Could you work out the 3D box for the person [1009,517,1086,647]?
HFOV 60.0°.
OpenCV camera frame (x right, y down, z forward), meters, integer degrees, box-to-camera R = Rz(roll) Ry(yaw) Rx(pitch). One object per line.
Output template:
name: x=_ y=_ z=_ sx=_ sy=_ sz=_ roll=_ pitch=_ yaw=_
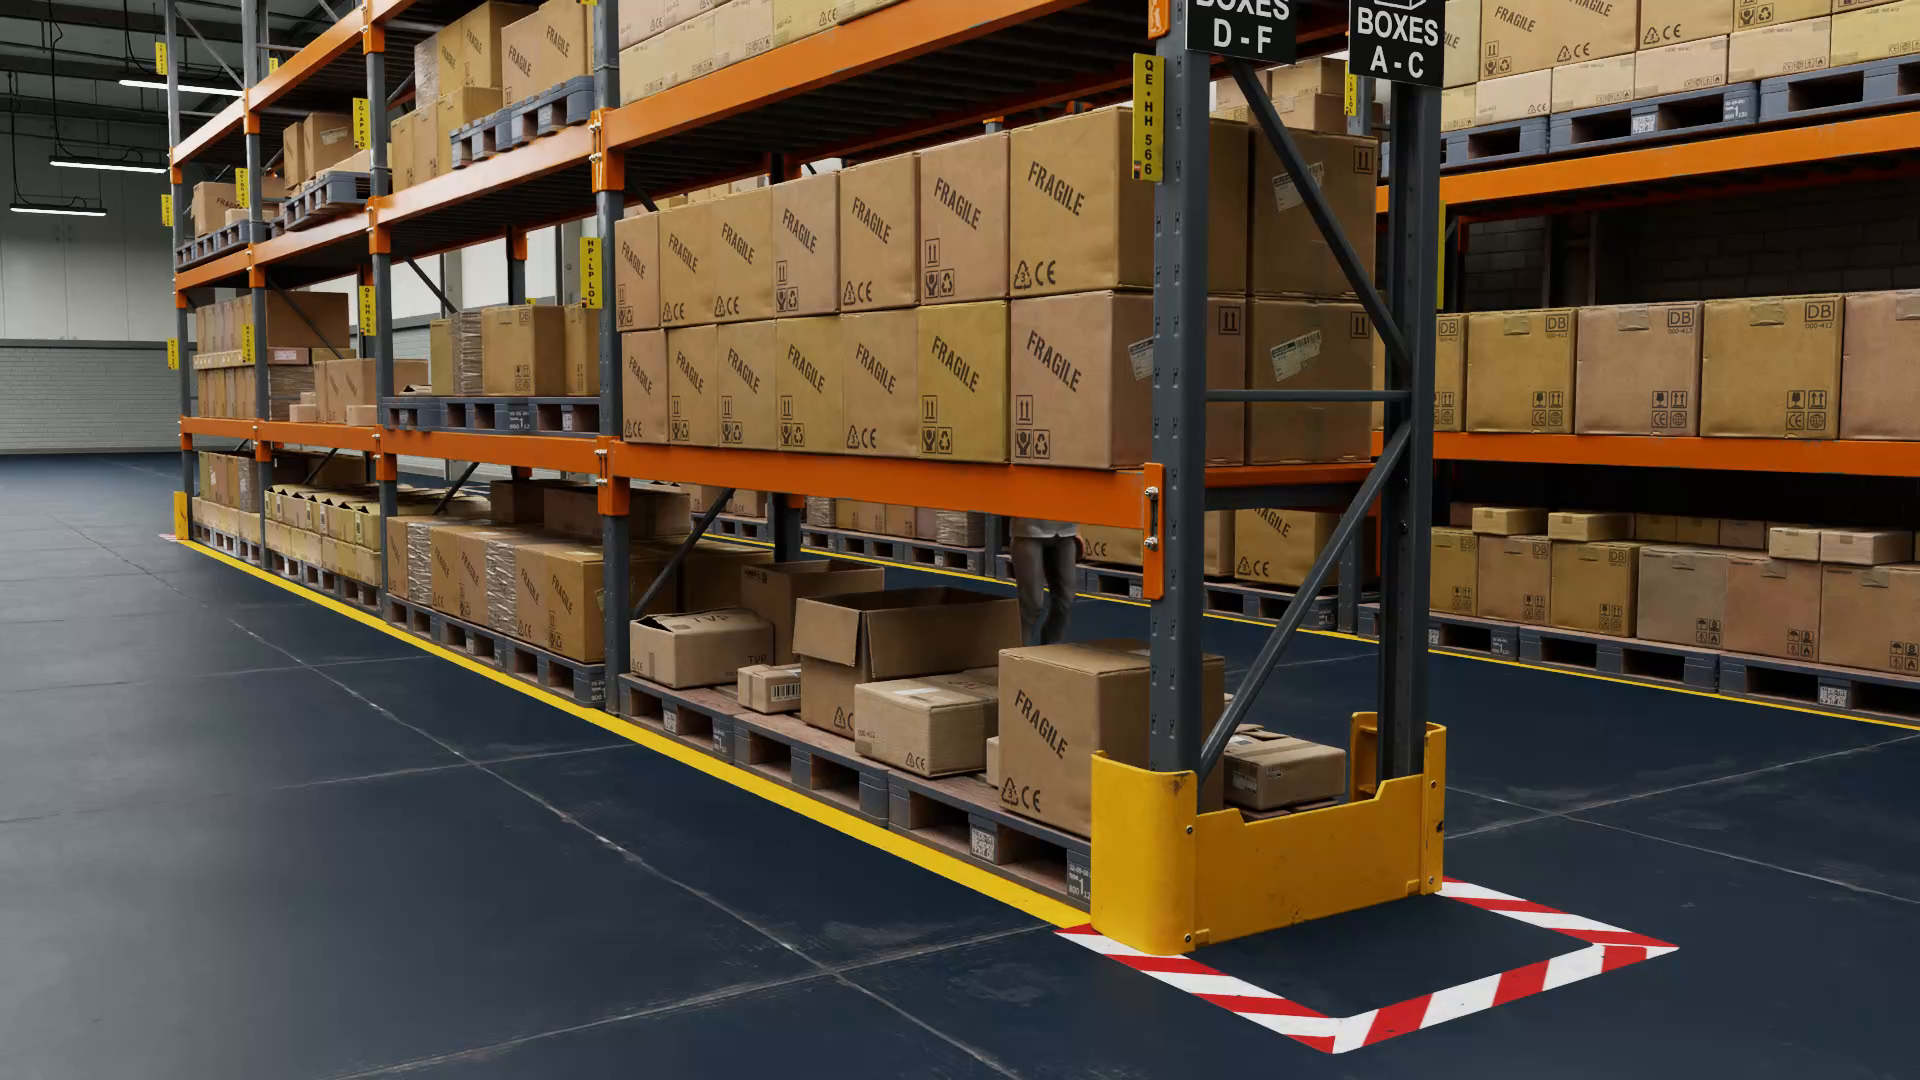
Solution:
person: x=0.434 y=-0.002 z=8.390 sx=0.409 sy=1.591 sz=0.304 roll=-3 pitch=6 yaw=-33
